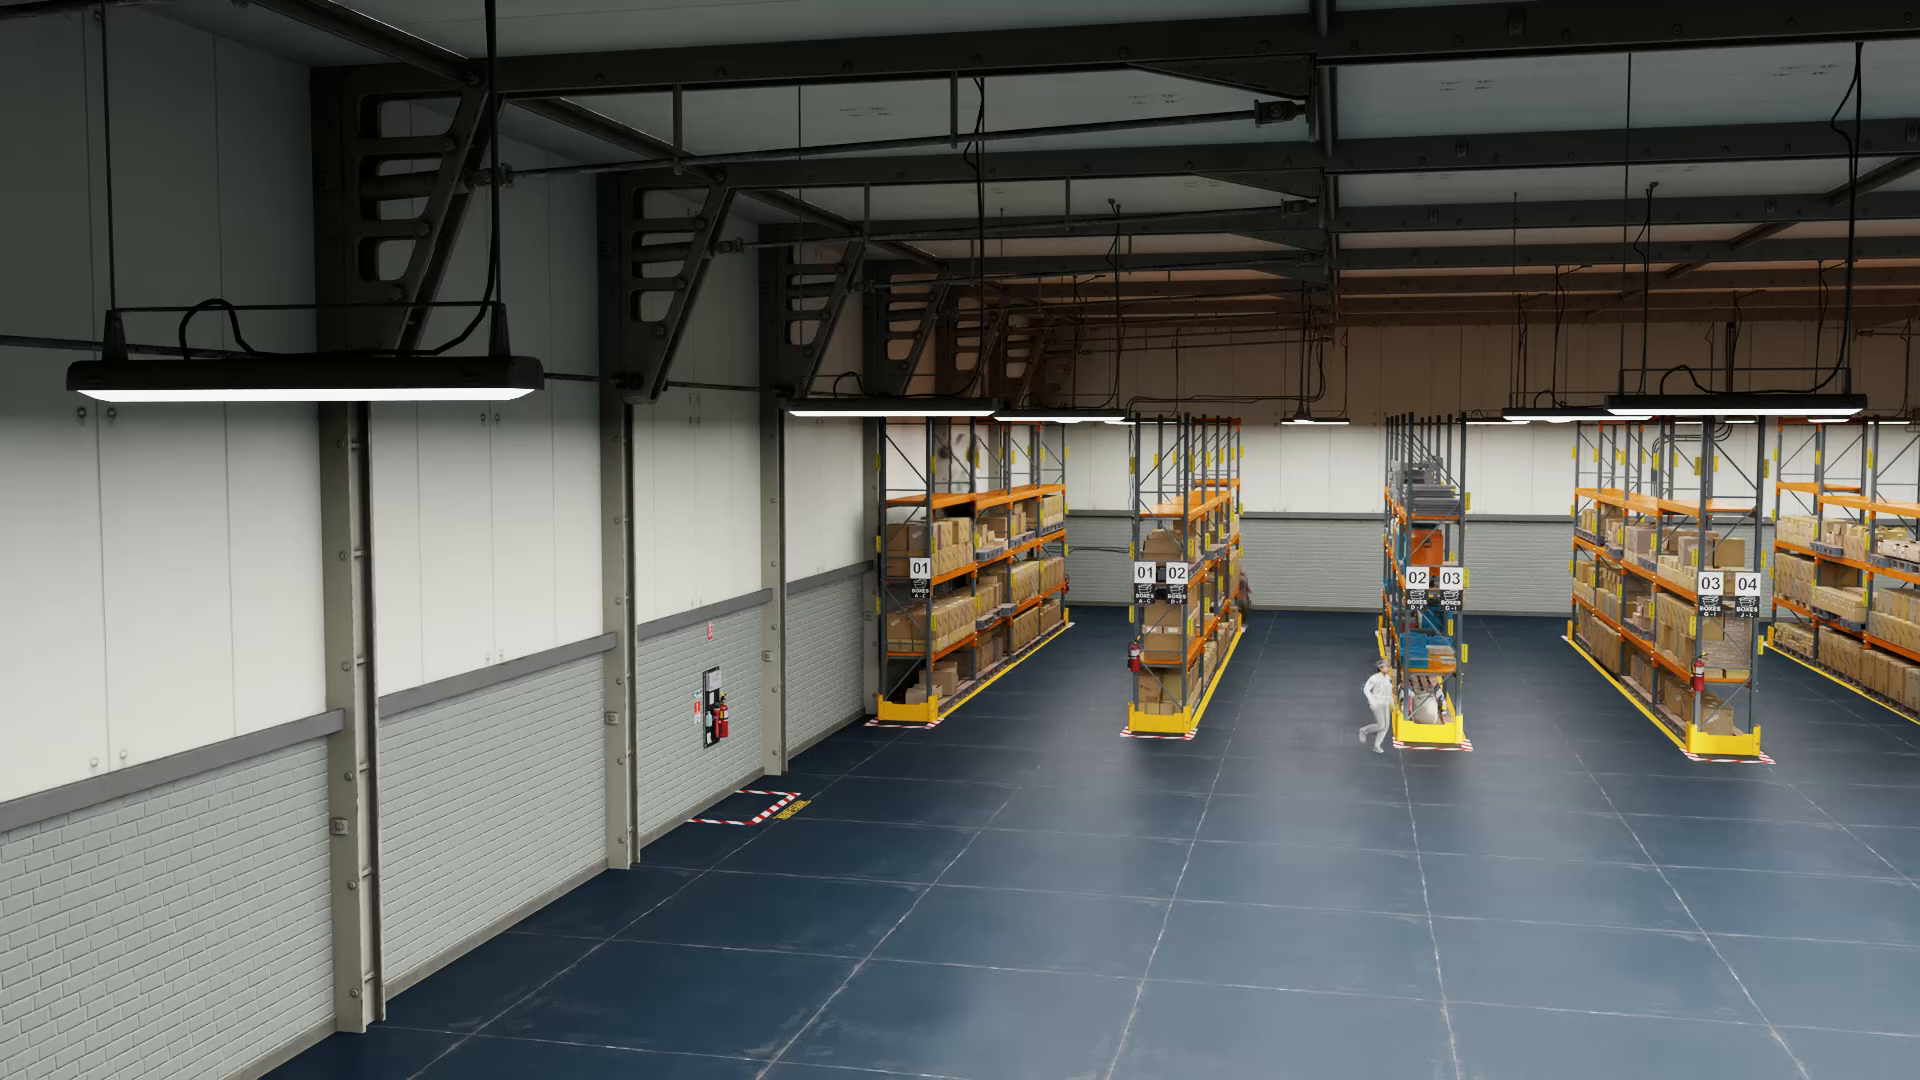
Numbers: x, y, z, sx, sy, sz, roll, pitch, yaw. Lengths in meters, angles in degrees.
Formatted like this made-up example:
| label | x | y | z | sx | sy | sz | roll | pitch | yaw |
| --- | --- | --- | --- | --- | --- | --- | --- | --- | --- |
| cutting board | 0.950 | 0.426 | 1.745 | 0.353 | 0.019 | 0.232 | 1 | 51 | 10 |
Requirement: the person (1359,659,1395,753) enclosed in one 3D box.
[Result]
| label | x | y | z | sx | sy | sz | roll | pitch | yaw |
| --- | --- | --- | --- | --- | --- | --- | --- | --- | --- |
| person | 7.458 | 2.914 | 29.473 | 0.658 | 1.621 | 0.588 | -3 | 5 | -33 |

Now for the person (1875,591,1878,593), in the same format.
| label | x | y | z | sx | sy | sz | roll | pitch | yaw |
| --- | --- | --- | --- | --- | --- | --- | --- | --- | --- |
| person | 23.053 | 2.091 | 41.883 | 0.609 | 1.612 | 0.548 | 1 | 4 | 9 |

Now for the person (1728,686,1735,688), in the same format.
| label | x | y | z | sx | sy | sz | roll | pitch | yaw |
| --- | --- | --- | --- | --- | --- | --- | --- | --- | --- |
| person | 16.972 | 2.347 | 36.850 | 0.695 | 1.763 | 0.991 | 0 | 4 | 7 |

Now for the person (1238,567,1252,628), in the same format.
| label | x | y | z | sx | sy | sz | roll | pitch | yaw |
| --- | --- | --- | --- | --- | --- | --- | --- | --- | --- |
| person | 8.060 | 1.638 | 47.742 | 0.643 | 1.751 | 0.748 | 3 | 5 | 36 |
